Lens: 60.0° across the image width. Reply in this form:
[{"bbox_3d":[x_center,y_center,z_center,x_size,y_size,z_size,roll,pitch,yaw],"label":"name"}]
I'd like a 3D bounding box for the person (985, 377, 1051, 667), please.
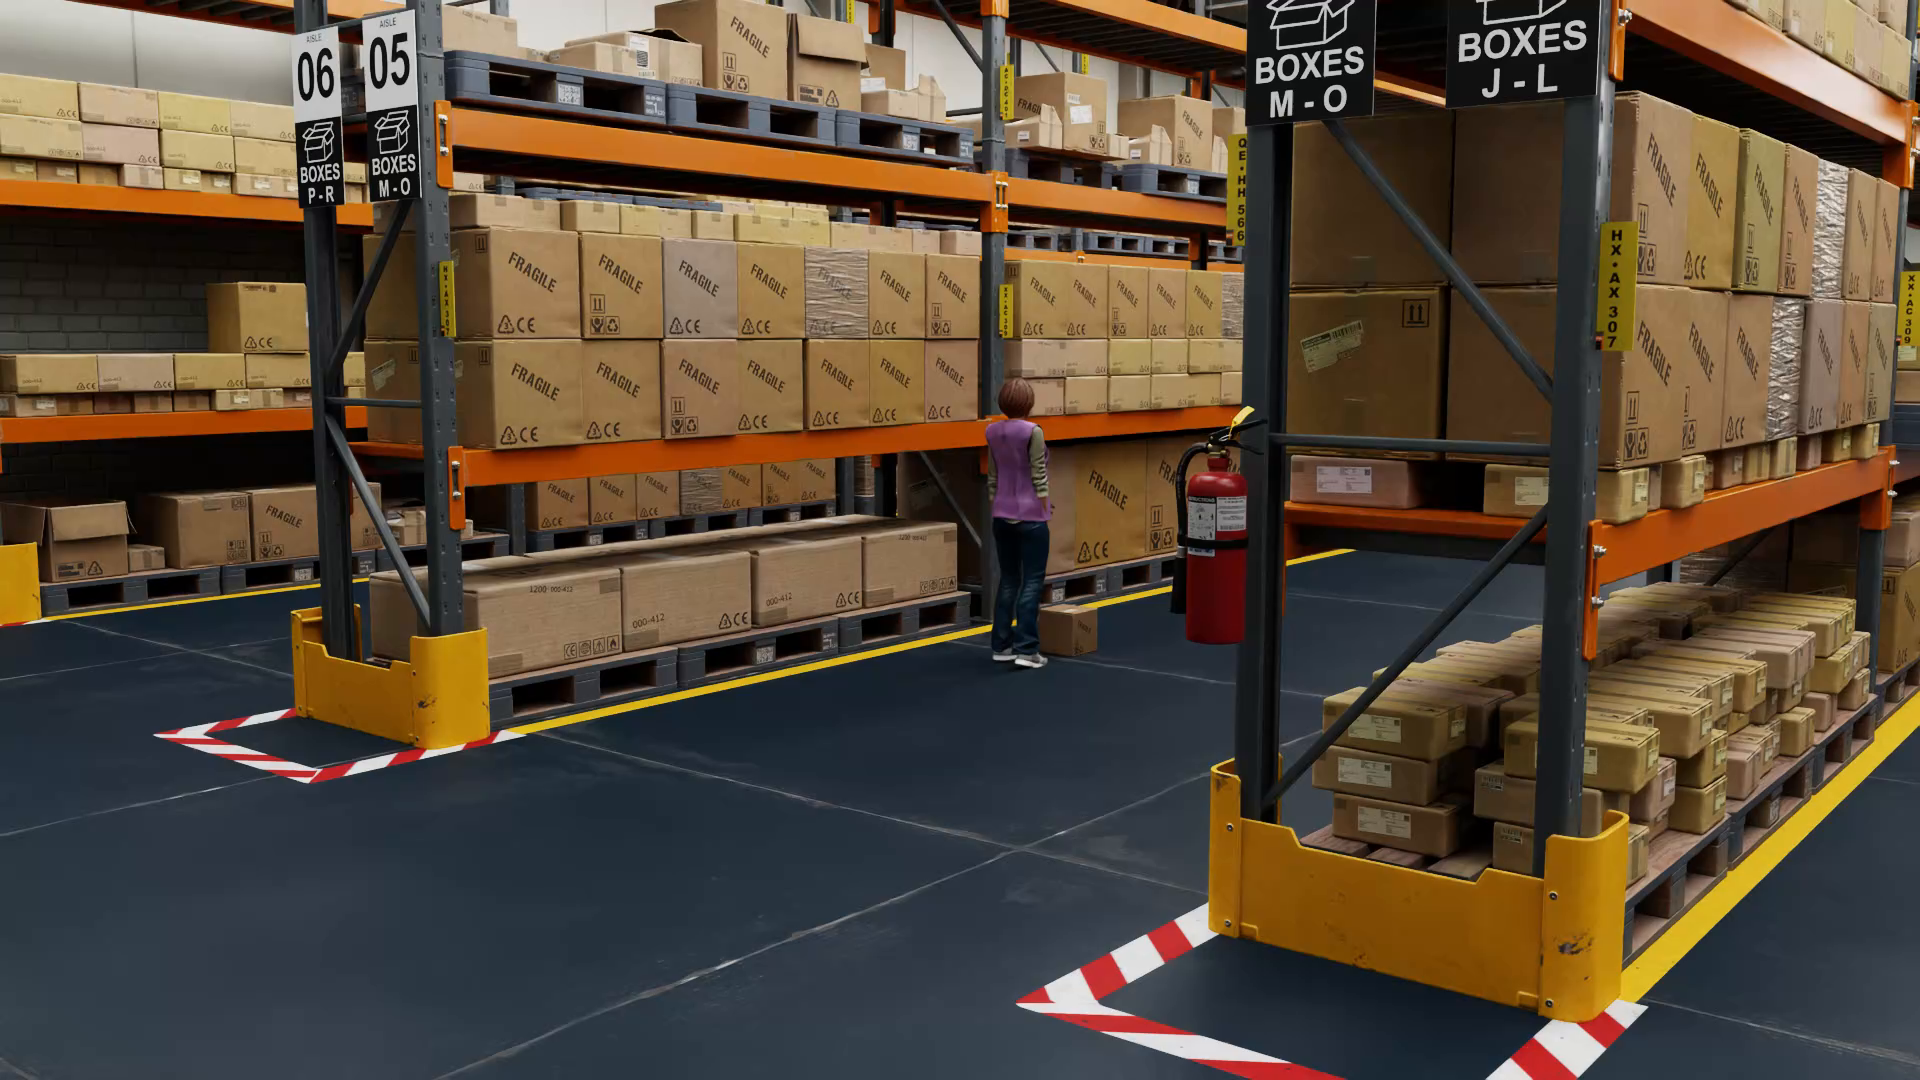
[{"bbox_3d":[0.320,-0.092,9.231,0.407,1.615,0.340,6,9,40],"label":"person"}]
